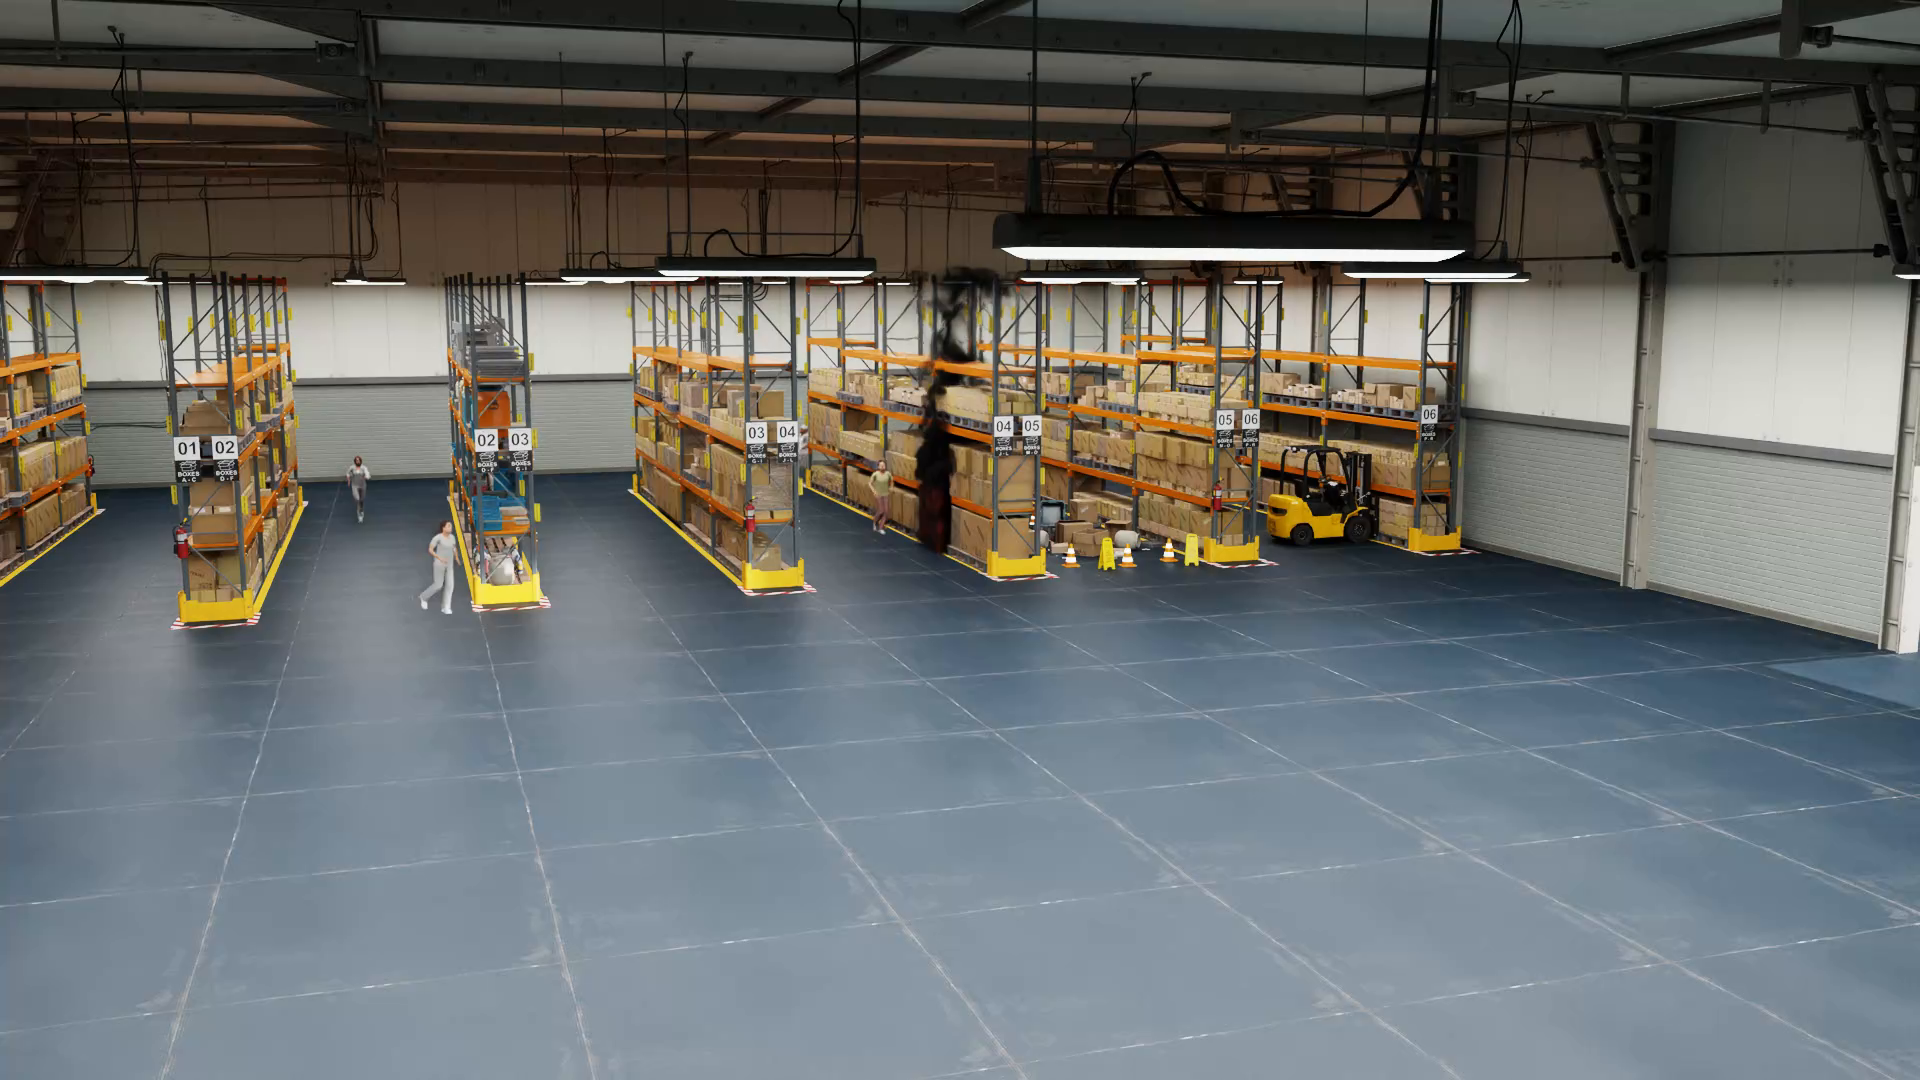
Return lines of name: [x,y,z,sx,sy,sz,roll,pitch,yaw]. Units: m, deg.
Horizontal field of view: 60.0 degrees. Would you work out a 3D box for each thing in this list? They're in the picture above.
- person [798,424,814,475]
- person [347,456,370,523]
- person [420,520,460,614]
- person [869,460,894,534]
person: [-4.609,-2.546,49.172,0.895,1.768,0.722,-4,10,-26]
person: [-14.839,-1.278,41.070,0.520,1.612,0.855,-4,10,-25]
person: [-9.188,0.452,29.640,0.811,1.639,0.637,6,11,35]
person: [-1.731,-0.967,37.140,0.574,1.645,0.532,-3,9,-19]
